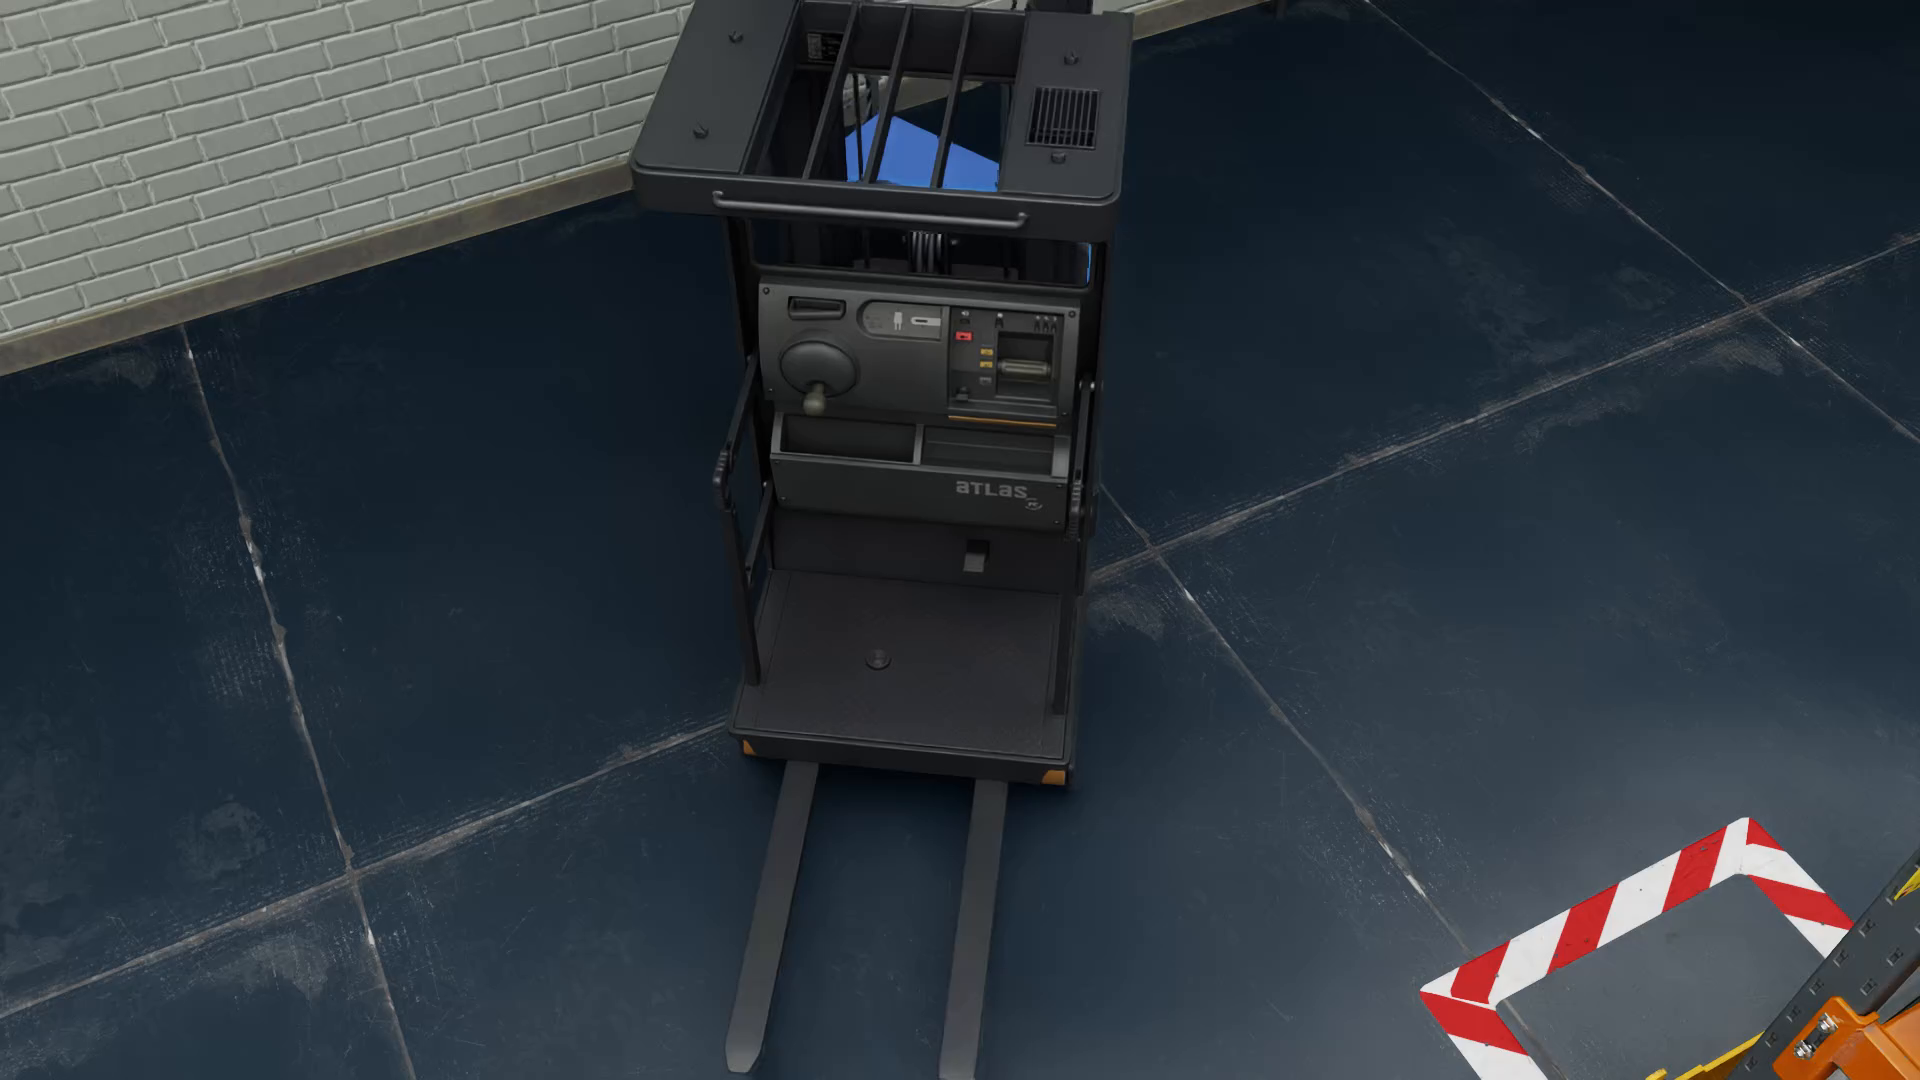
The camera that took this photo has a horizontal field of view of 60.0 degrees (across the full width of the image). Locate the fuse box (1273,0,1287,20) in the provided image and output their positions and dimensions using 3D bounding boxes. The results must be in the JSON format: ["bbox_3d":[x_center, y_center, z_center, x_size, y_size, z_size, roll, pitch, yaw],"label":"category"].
[{"bbox_3d":[1.690,-3.268,7.971,0.539,1.711,0.414,-21,52,-18],"label":"fuse box"}]

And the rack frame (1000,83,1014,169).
[{"bbox_3d":[0.307,-1.267,6.362,0.032,1.500,0.500,30,55,24],"label":"rack frame"}]

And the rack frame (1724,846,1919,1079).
[{"bbox_3d":[2.356,0.700,3.645,1.000,3.000,0.127,-21,52,-18],"label":"rack frame"}]

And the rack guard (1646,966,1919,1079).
[{"bbox_3d":[2.346,1.507,4.600,1.175,0.500,0.348,-21,52,-18],"label":"rack guard"}]

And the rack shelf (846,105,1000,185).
[{"bbox_3d":[-0.097,-1.381,6.701,1.000,0.185,0.538,30,55,24],"label":"rack shelf"}]

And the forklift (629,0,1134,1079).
[{"bbox_3d":[-0.145,-0.433,4.682,1.130,2.935,3.031,5,49,4],"label":"forklift"}]

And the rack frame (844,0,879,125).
[{"bbox_3d":[-0.501,-1.732,6.768,0.032,1.500,0.500,30,55,24],"label":"rack frame"}]

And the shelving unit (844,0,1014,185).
[{"bbox_3d":[-0.097,-1.500,6.565,1.048,1.500,0.538,30,55,24],"label":"shelving unit"}]

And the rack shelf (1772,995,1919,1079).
[{"bbox_3d":[3.272,2.275,2.745,1.077,0.370,4.000,-21,52,-18],"label":"rack shelf"}]

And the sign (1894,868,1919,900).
[{"bbox_3d":[1.860,0.576,3.126,0.100,0.325,0.005,-21,52,-18],"label":"sign"}]
